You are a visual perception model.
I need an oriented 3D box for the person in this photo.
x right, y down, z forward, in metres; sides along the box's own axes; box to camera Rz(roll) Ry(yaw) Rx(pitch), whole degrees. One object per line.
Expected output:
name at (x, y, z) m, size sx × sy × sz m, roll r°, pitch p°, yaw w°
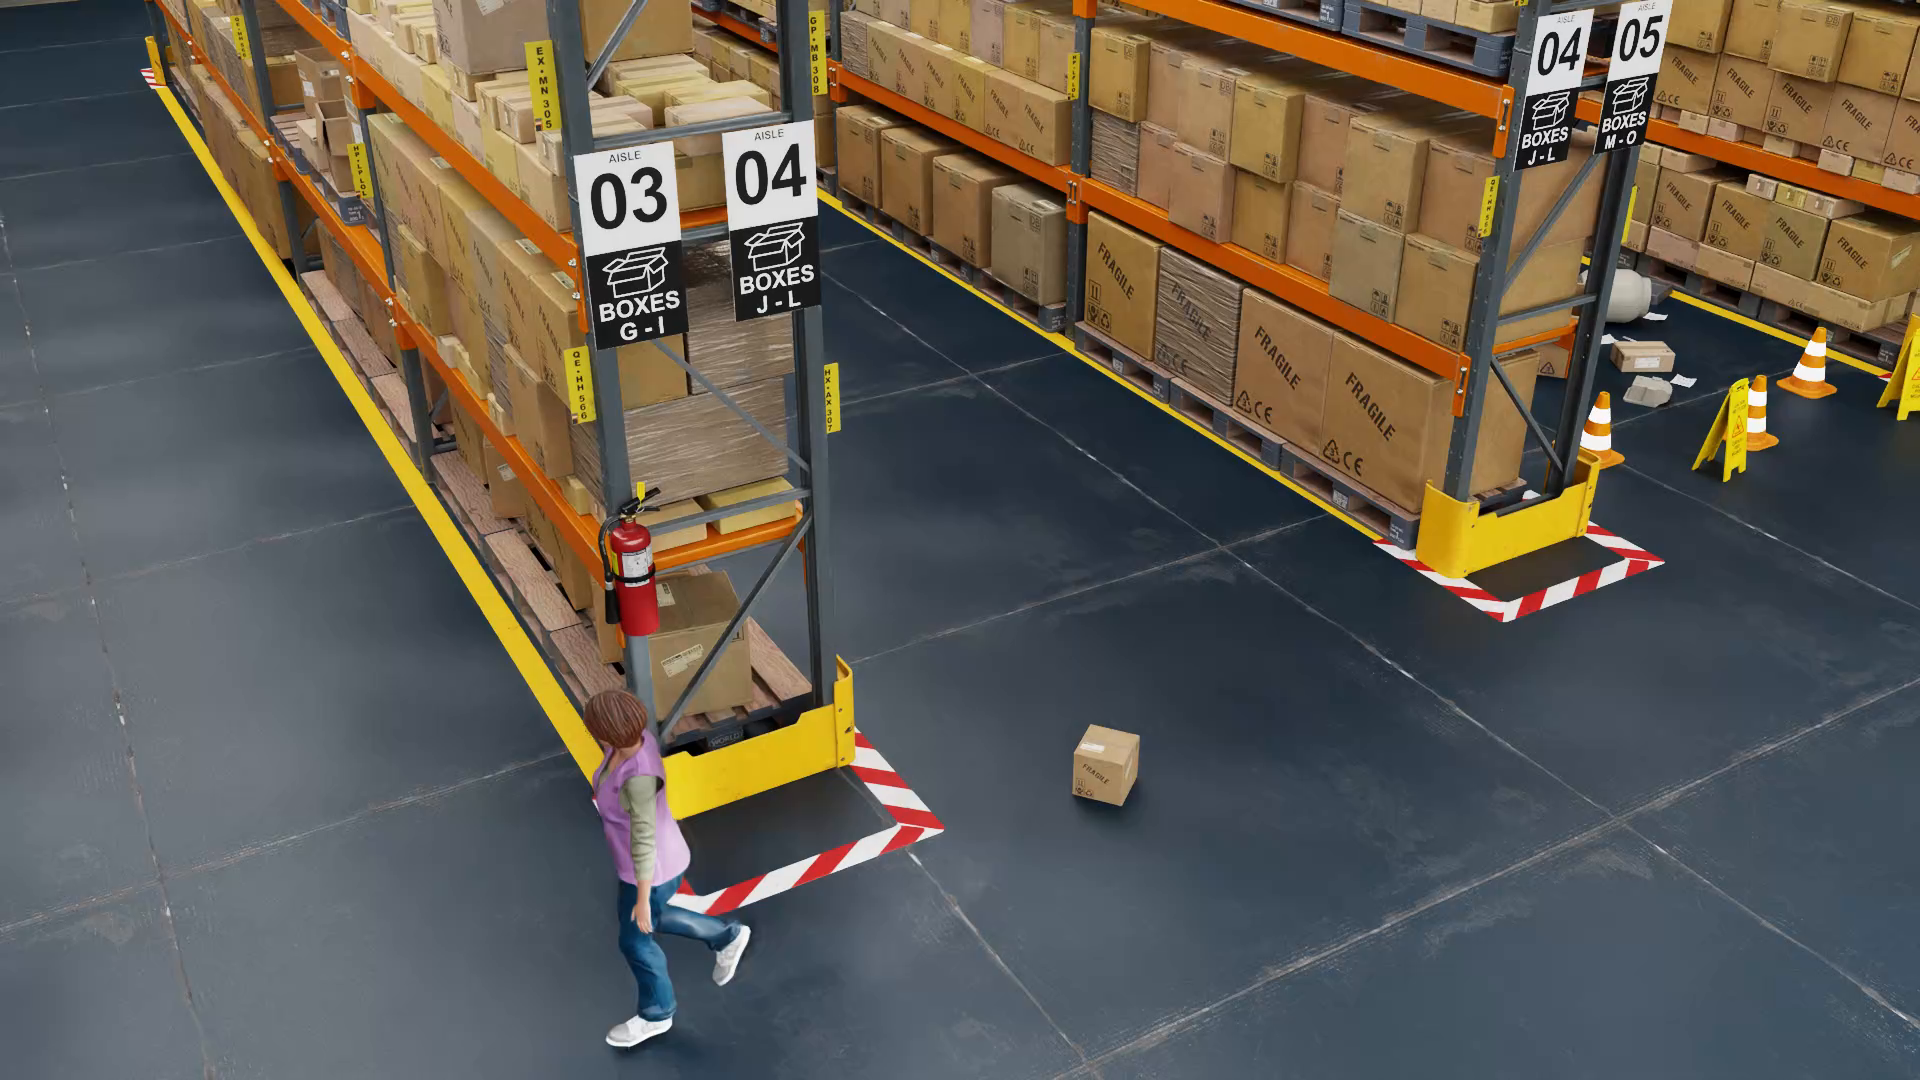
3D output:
person at (-1.132, 1.223, 6.369) m, size 0.631 × 1.567 × 0.498 m, roll -10°, pitch 31°, yaw -17°
